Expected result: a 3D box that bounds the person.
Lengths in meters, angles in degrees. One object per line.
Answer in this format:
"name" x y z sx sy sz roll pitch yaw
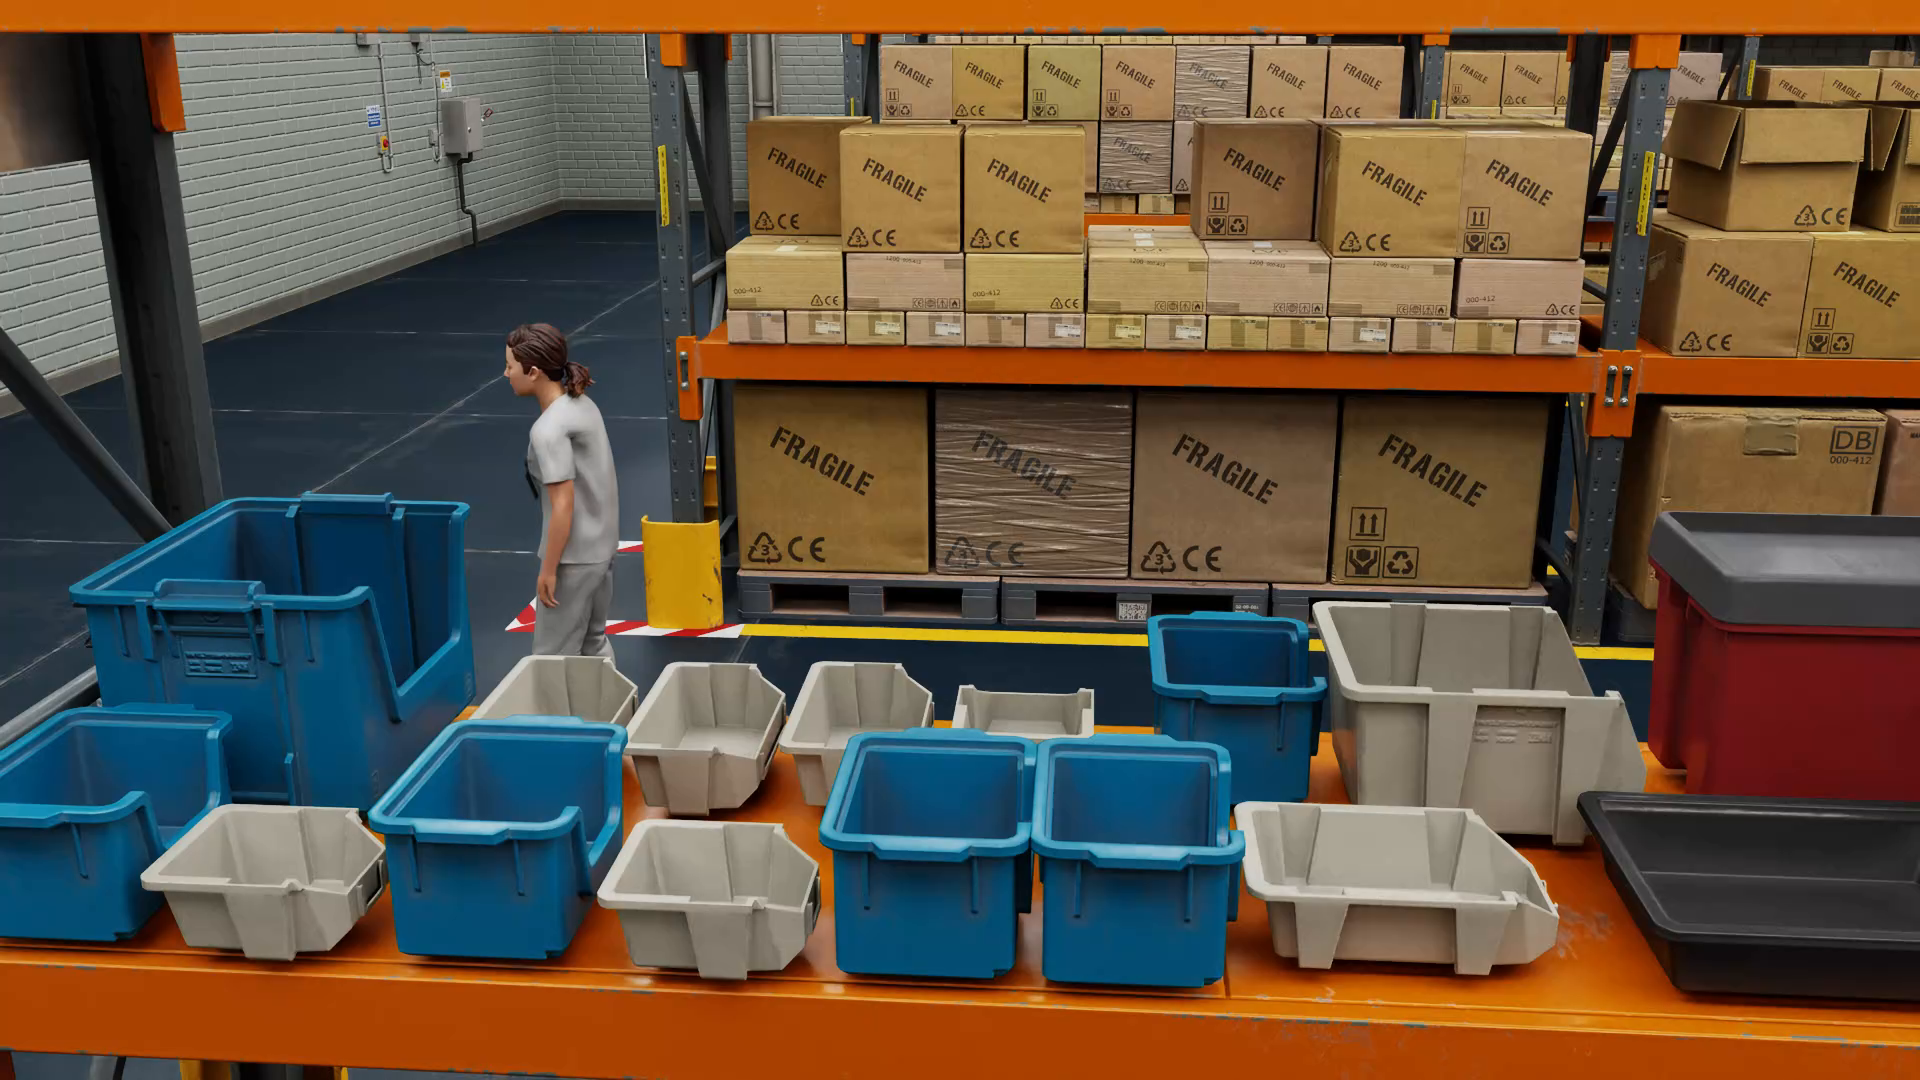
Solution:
"person" -1.410 0.055 5.879 0.412 1.672 0.514 0 18 1
